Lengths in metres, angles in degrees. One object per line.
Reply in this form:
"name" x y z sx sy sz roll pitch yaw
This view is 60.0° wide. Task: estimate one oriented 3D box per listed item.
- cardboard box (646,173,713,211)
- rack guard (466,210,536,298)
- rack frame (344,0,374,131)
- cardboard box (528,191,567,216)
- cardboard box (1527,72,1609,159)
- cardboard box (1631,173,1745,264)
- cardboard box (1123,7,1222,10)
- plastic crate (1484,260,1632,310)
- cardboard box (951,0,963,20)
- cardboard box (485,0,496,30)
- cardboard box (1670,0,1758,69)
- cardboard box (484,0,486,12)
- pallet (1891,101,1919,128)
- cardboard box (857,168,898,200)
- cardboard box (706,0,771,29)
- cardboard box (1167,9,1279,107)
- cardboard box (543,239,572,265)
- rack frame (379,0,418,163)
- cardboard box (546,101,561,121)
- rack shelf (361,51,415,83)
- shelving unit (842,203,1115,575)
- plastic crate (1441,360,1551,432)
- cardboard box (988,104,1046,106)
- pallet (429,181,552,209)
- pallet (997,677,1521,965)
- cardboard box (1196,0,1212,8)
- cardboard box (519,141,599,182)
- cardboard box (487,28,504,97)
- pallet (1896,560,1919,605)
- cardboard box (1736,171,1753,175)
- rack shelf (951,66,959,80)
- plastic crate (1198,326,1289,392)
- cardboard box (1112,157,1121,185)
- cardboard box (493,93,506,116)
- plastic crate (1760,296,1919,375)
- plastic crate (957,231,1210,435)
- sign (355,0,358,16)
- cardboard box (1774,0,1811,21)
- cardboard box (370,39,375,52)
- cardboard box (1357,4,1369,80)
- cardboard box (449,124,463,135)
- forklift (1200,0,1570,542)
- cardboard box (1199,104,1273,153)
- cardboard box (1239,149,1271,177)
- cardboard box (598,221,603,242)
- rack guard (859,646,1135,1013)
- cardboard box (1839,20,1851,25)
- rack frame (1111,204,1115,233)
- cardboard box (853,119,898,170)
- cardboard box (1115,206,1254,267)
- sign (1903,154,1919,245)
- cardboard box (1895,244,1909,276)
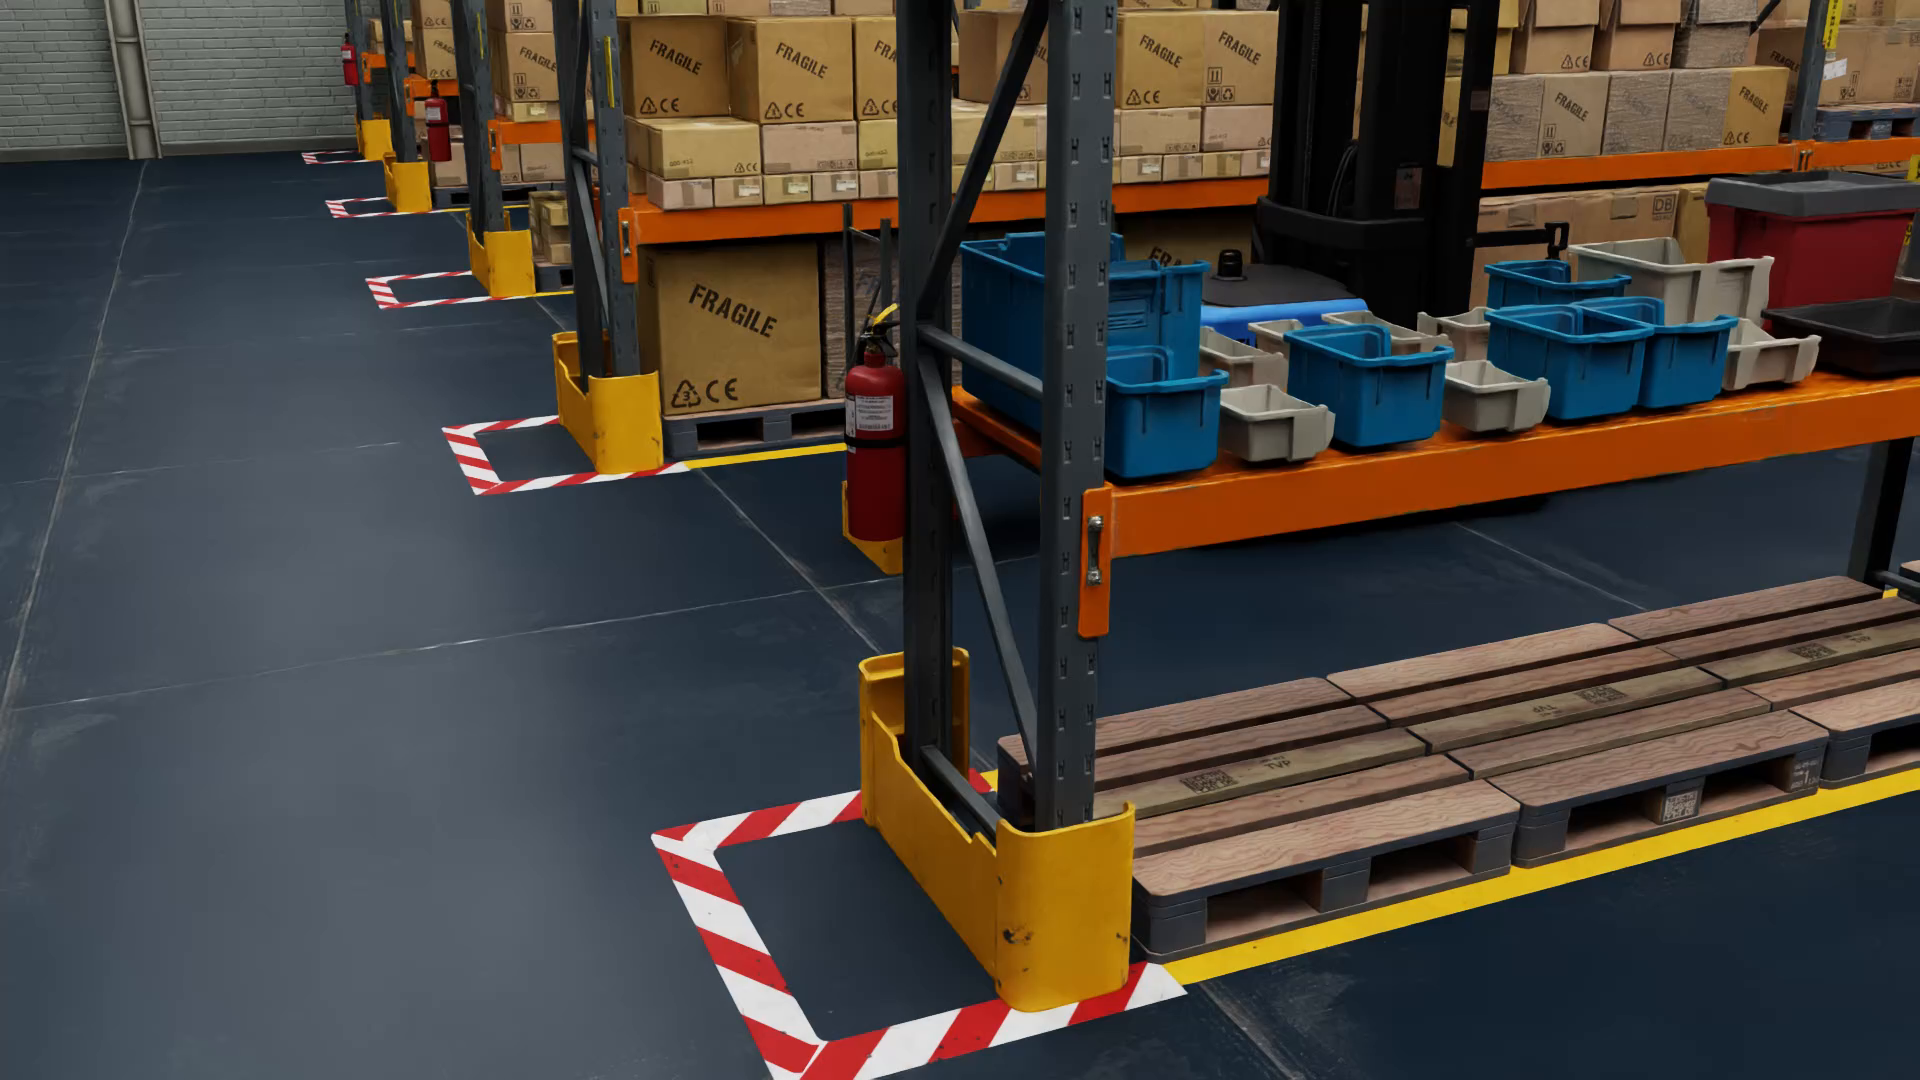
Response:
"cardboard box" -1.422 -1.771 8.413 0.250 0.149 0.380 -8 21 -21
"rack guard" -3.680 -2.300 13.301 0.348 0.500 1.175 -8 21 -22
"rack frame" -7.773 -6.478 21.405 0.127 3.000 1.000 -8 21 -22
"cardboard box" -3.364 -2.750 13.580 0.250 0.149 0.380 -8 21 -21
"cardboard box" 3.709 -2.703 10.530 0.500 0.500 0.500 -8 21 -21
"cardboard box" 4.825 -2.107 11.557 0.875 0.875 1.225 -9 21 -24
"cardboard box" 1.253 -2.908 9.912 0.500 0.500 0.500 -8 21 -22
"plastic crate" 1.868 -0.731 5.242 0.300 0.233 0.416 -8 21 -22
"cardboard box" -0.223 -6.191 18.933 0.500 0.500 0.500 -9 21 -23
"cardboard box" -3.429 -4.264 13.012 0.500 0.500 0.500 -9 21 -23
"cardboard box" 4.790 -3.425 11.071 0.637 0.503 0.797 -7 21 -20
"cardboard box" -4.778 -5.530 17.056 0.500 0.500 0.500 -9 21 -23
"pallet" 7.269 -3.178 12.320 1.213 0.211 1.003 -8 21 -22
"cardboard box" -0.479 -1.907 8.799 0.250 0.149 0.380 -9 21 -23
"cardboard box" -1.819 -4.304 13.126 0.500 0.500 0.500 -9 21 -24
"cardboard box" 1.478 -2.751 9.467 0.500 0.500 0.500 -8 21 -20
"cardboard box" -3.142 -2.294 13.180 0.250 0.149 0.380 -8 21 -21
"rack frame" -5.804 -4.965 17.107 0.127 3.000 1.000 -8 21 -22
"cardboard box" -3.106 -3.339 12.868 0.250 0.149 0.380 -7 21 -20
"rack shelf" -5.937 -6.402 22.272 4.000 0.370 1.077 -8 21 -22
"shelving unit" 0.070 -0.717 7.301 1.083 1.500 0.587 -8 21 -22
"plastic crate" 1.391 -0.375 4.377 0.298 0.136 0.250 -8 21 -22
"cardboard box" 0.327 -2.423 9.666 0.500 0.250 0.500 -8 21 -21
"pallet" -5.100 -3.779 17.937 1.213 0.211 1.003 -8 21 -22
"pallet" 0.856 0.786 4.972 1.213 0.211 1.003 -8 21 -22
"cardboard box" 3.008 -6.534 20.333 0.500 0.500 0.500 -8 21 -21
"cardboard box" -4.400 -4.195 18.146 0.875 0.438 0.875 -8 21 -20
"cardboard box" -3.439 -3.794 13.183 0.500 0.500 0.500 -8 21 -21
"pallet" 4.481 0.267 6.445 1.213 0.211 1.003 -8 21 -22
"cardboard box" 7.874 -4.305 17.799 0.875 0.875 0.875 -8 21 -21
"rack shelf" -0.294 -5.415 19.469 4.000 0.370 1.077 -8 21 -22
"plastic crate" 0.761 -0.499 4.730 0.243 0.136 0.396 -8 21 -22
"cardboard box" 0.700 -2.075 9.278 0.250 0.149 0.380 -8 21 -21
"cardboard box" -3.563 -3.480 13.266 0.250 0.149 0.380 -8 21 -22
"plastic crate" 2.835 -0.628 5.114 0.590 0.125 0.437 -8 21 -22
"plastic crate" 0.317 -0.579 4.506 0.499 0.435 0.616 -8 21 -22
"sign" -7.558 -6.721 20.791 0.005 0.325 0.100 -8 21 -22
"cardboard box" 8.630 -5.803 17.634 0.550 0.550 0.875 -8 21 -22
"cardboard box" -7.575 -6.485 21.803 0.250 0.149 0.380 -8 21 -23
"cardboard box" 2.378 -3.076 10.082 0.637 0.503 0.797 -9 21 -23
"cardboard box" -6.769 -5.427 22.080 0.250 0.149 0.380 -9 21 -24
"forklift" 2.277 -1.658 7.818 3.031 2.935 1.130 -7 21 -19
"cardboard box" 1.493 -2.401 9.602 0.500 0.250 0.500 -9 21 -23
"cardboard box" 1.644 -2.211 9.663 0.250 0.149 0.380 -8 21 -22
"cardboard box" -2.894 -2.472 13.239 0.250 0.149 0.380 -8 21 -22
"rack guard" 0.067 0.753 4.630 0.348 0.500 1.175 -8 21 -22
"cardboard box" 9.088 -5.385 18.074 0.500 0.550 0.875 -8 21 -22
"rack frame" 0.545 -0.786 7.495 0.032 1.500 0.500 -8 21 -22
"cardboard box" -0.393 -2.129 8.830 0.500 0.250 0.500 -9 21 -24
"cardboard box" 1.157 -1.603 10.125 0.875 0.875 0.875 -8 21 -22
"sign" 3.540 -1.258 6.160 0.005 0.325 0.100 -8 21 -22
"cardboard box" 6.579 -2.195 12.341 0.500 0.500 0.700 -10 22 -26
